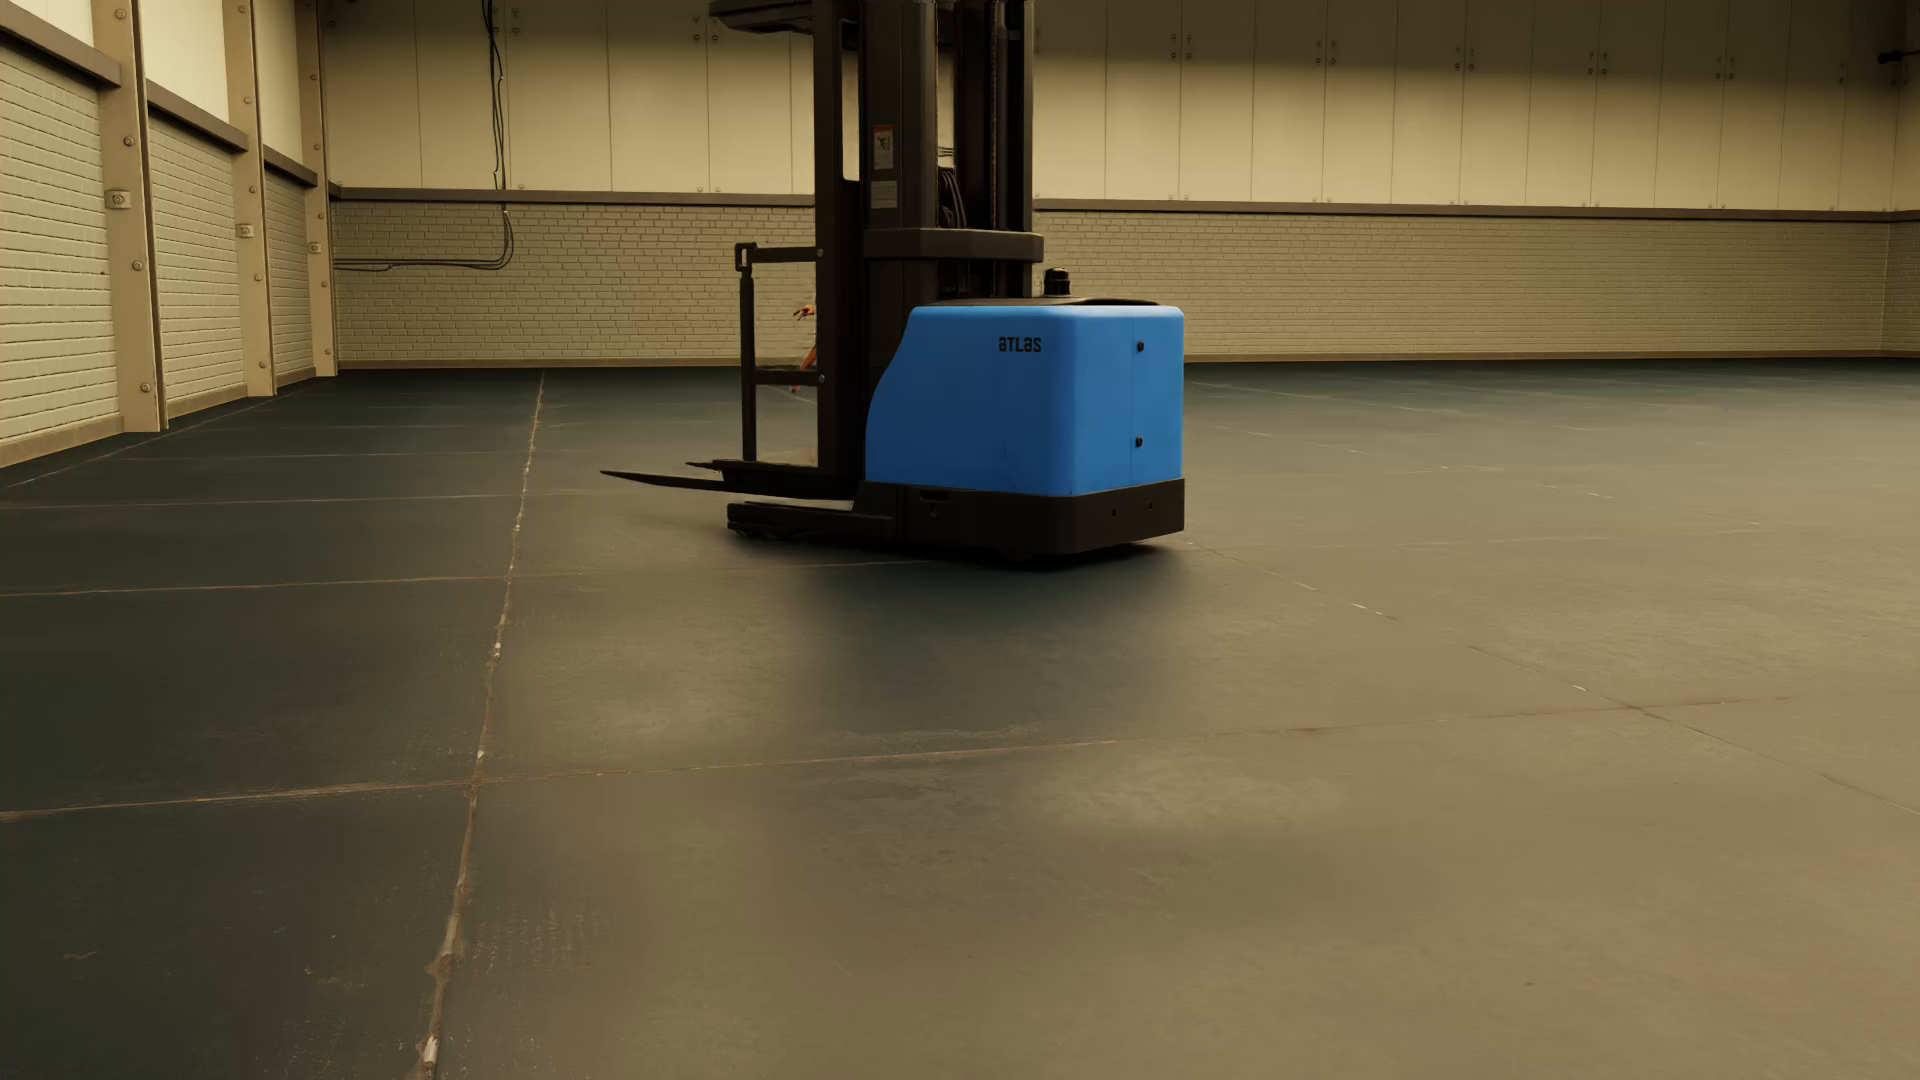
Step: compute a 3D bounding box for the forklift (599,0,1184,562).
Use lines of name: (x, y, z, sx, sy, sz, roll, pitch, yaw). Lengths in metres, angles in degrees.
forklift: (-0.472, -1.498, 7.838, 3.031, 2.935, 1.130, 6, 10, 37)

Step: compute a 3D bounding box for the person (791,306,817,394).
person: (-0.703, -1.030, 10.168, 0.714, 1.430, 0.921, -1, 8, -10)
